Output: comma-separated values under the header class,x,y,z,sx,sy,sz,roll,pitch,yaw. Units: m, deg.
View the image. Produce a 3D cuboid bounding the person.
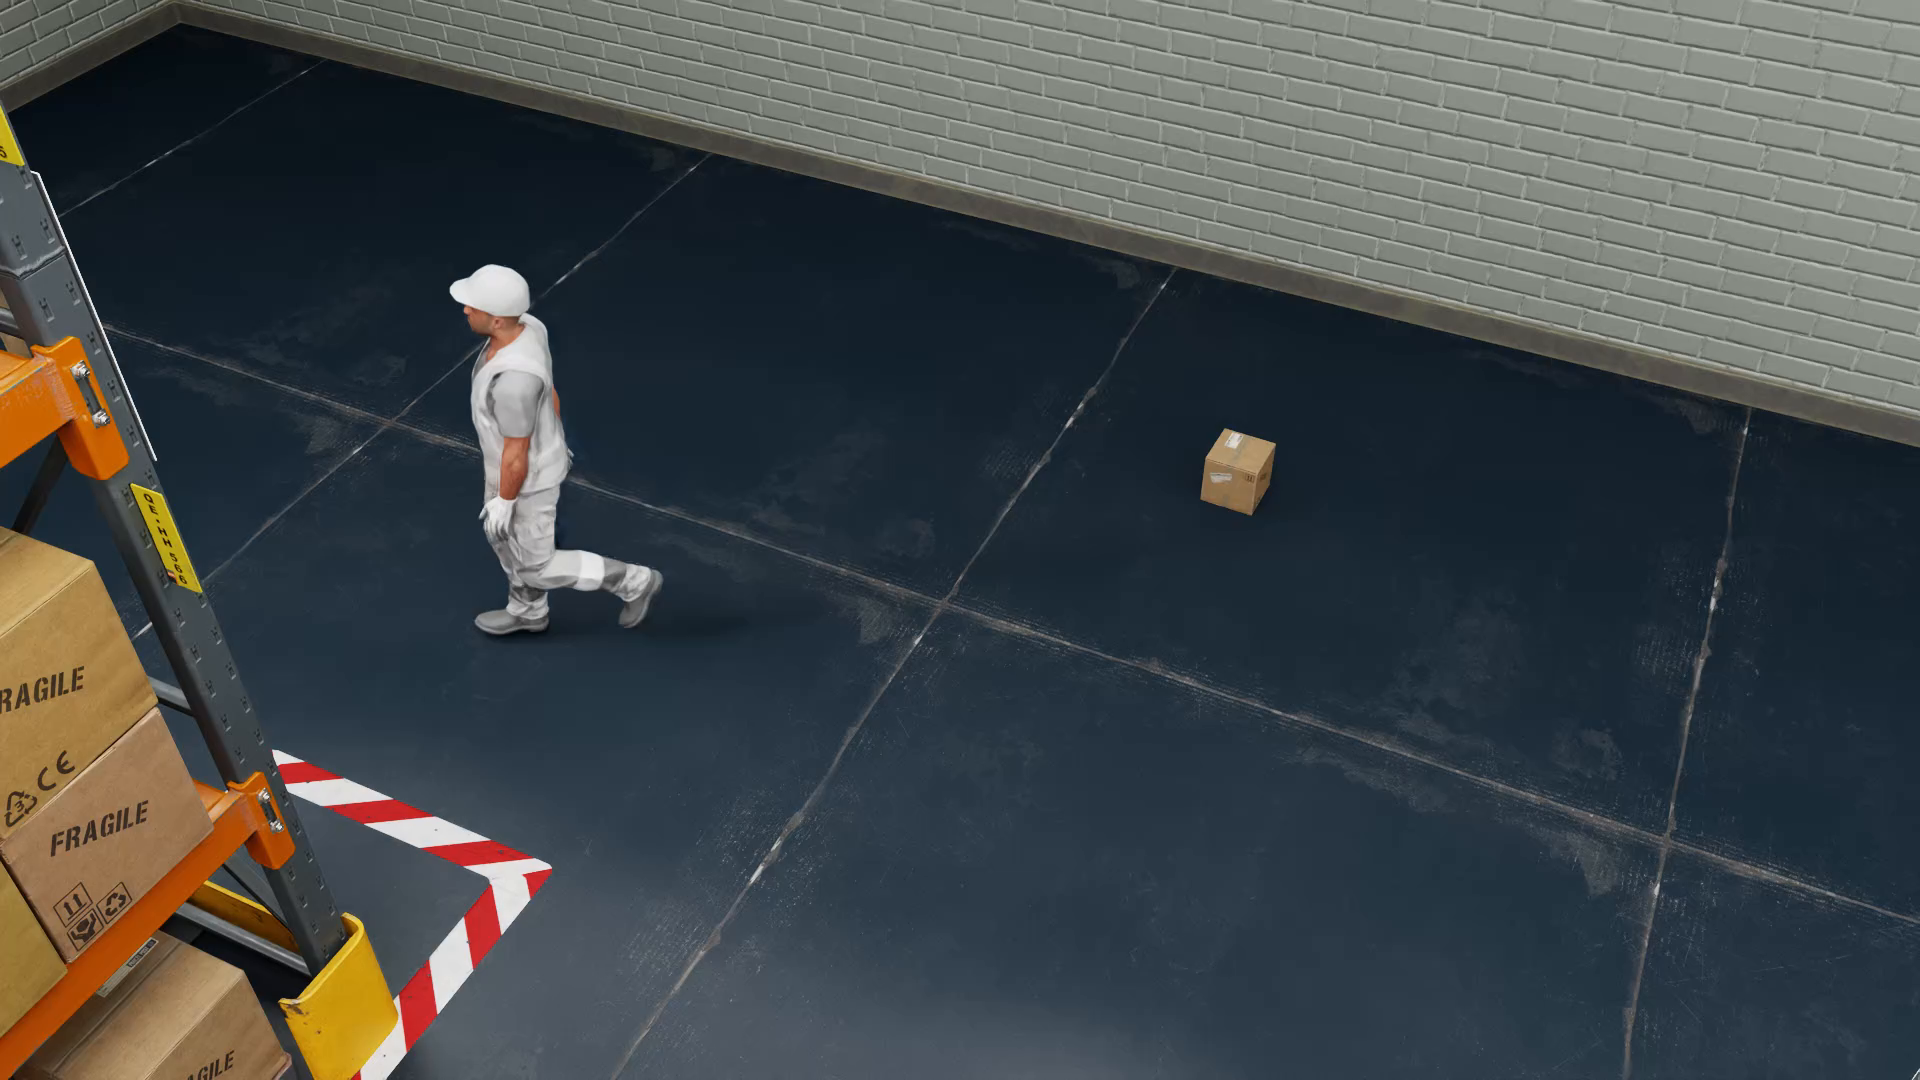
class,x,y,z,sx,sy,sz,roll,pitch,yaw
person,-1.630,-0.287,6.439,0.798,1.767,0.548,-9,42,-10
